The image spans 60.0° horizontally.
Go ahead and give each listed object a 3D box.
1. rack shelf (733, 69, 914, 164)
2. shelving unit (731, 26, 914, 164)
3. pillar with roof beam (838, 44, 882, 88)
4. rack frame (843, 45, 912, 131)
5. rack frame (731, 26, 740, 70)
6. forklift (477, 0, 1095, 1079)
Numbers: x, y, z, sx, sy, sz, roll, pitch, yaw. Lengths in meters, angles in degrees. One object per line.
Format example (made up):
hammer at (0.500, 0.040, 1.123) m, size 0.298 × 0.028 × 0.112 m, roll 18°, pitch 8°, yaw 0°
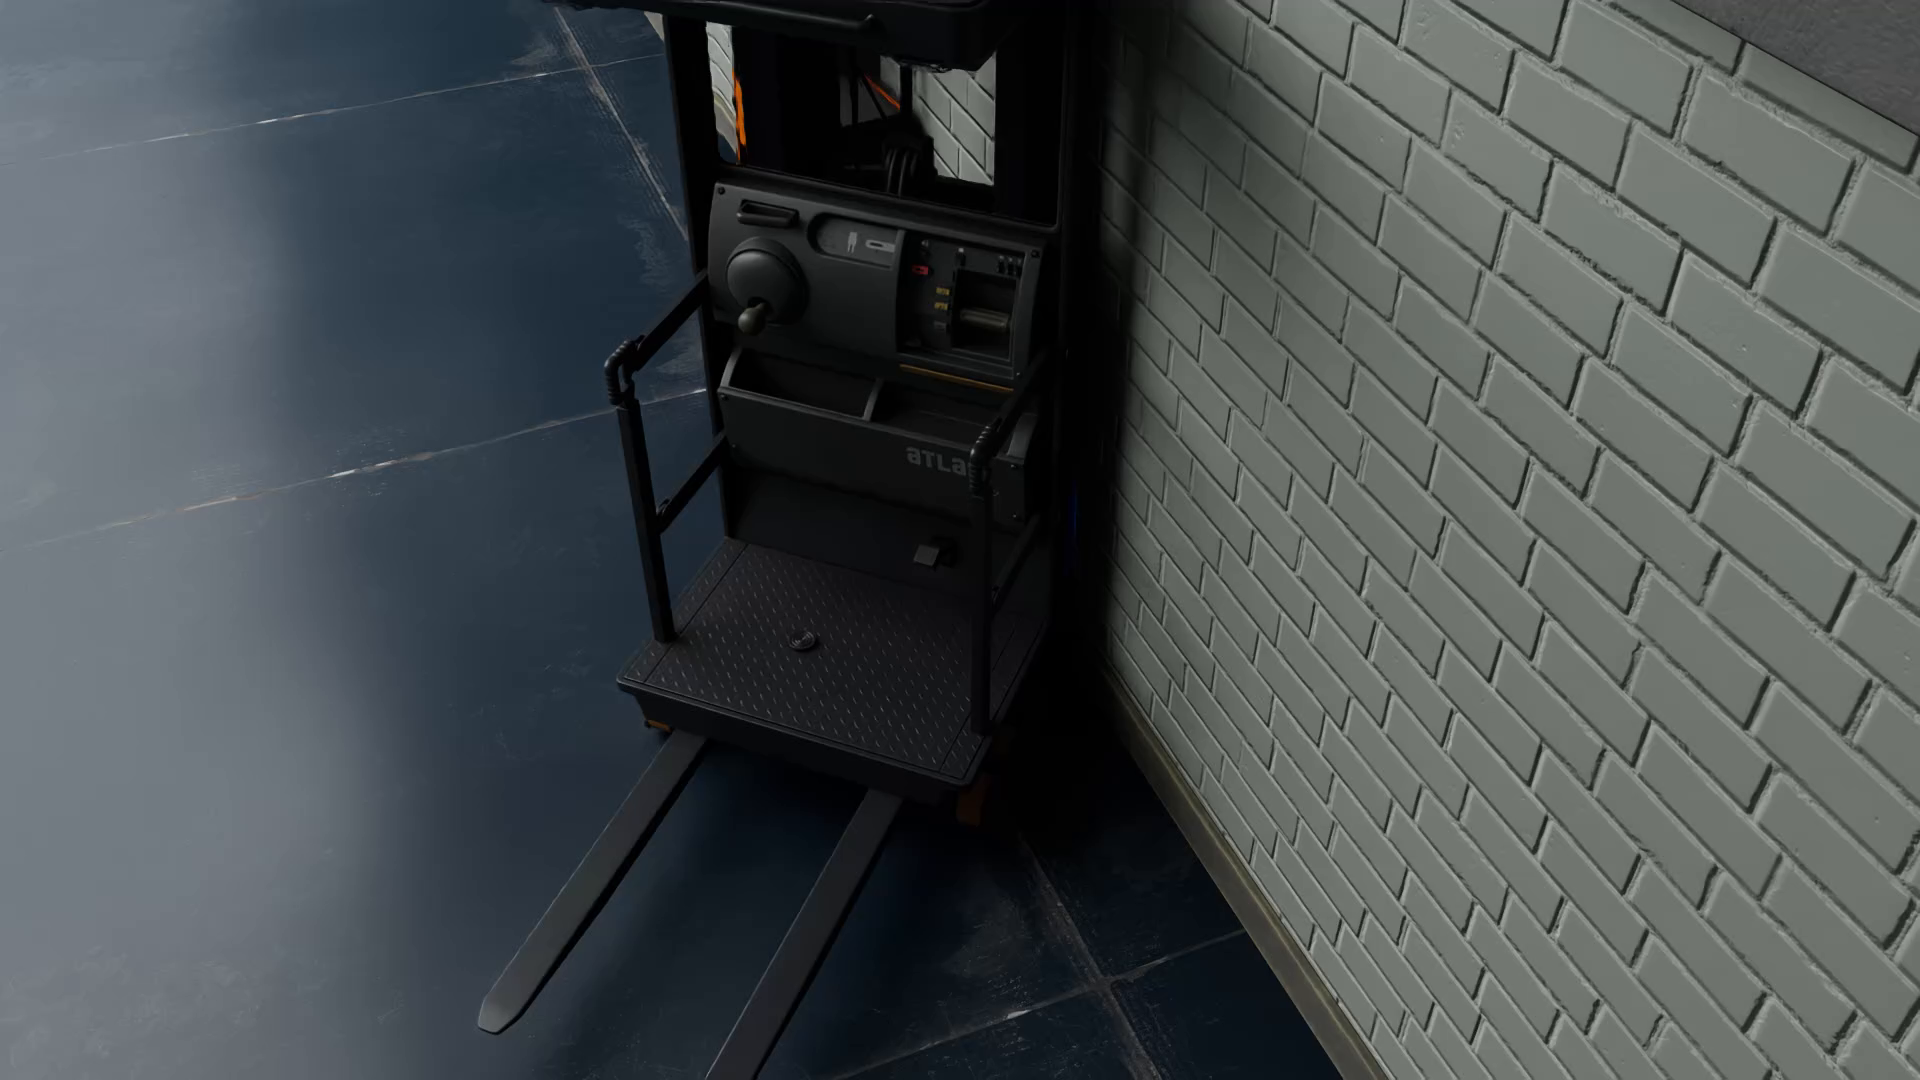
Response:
rack shelf at (-0.460, -1.288, 5.597) m, size 0.431 × 0.518 × 0.480 m, roll -20°, pitch 45°, yaw -23°
shelving unit at (-0.459, -1.298, 5.588) m, size 0.431 × 2.100 × 0.503 m, roll -20°, pitch 45°, yaw -23°
pillar with roof beam at (-4.456, -3.056, 2.402) m, size 9.100 × 9.000 × 0.400 m, roll -15°, pitch 43°, yaw -17°
rack frame at (-0.337, -1.158, 5.429) m, size 0.400 × 2.100 × 0.015 m, roll -20°, pitch 45°, yaw -23°
rack frame at (-0.581, -1.437, 5.747) m, size 0.400 × 2.100 × 0.015 m, roll -20°, pitch 45°, yaw -23°
forklift at (-0.309, -0.600, 4.199) m, size 1.130 × 2.935 × 3.031 m, roll 14°, pitch 43°, yaw 16°
